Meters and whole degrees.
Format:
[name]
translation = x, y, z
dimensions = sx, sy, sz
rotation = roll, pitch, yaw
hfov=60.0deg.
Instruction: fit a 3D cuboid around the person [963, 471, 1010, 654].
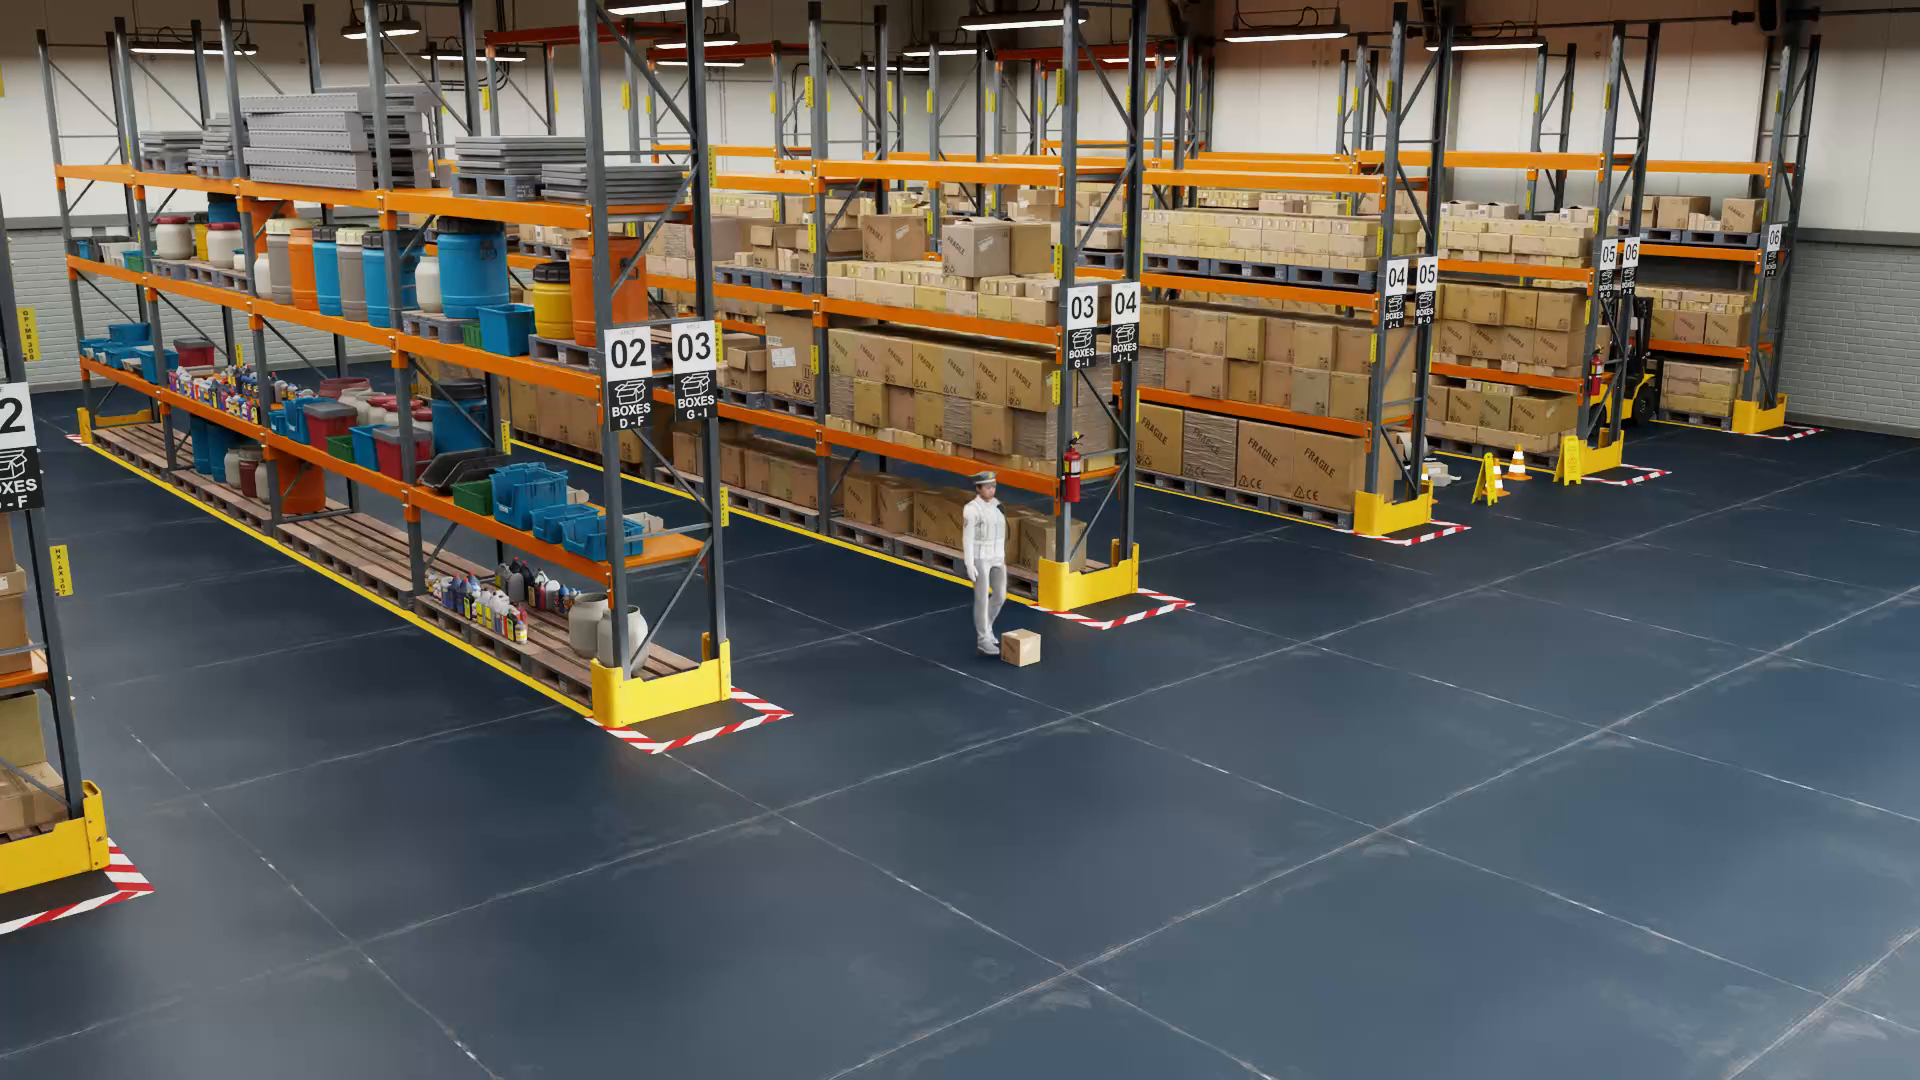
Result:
[person]
translation = 0.236, 0.197, 15.204
dimensions = 0.503, 1.705, 0.504
rotation = -12, 19, -40
